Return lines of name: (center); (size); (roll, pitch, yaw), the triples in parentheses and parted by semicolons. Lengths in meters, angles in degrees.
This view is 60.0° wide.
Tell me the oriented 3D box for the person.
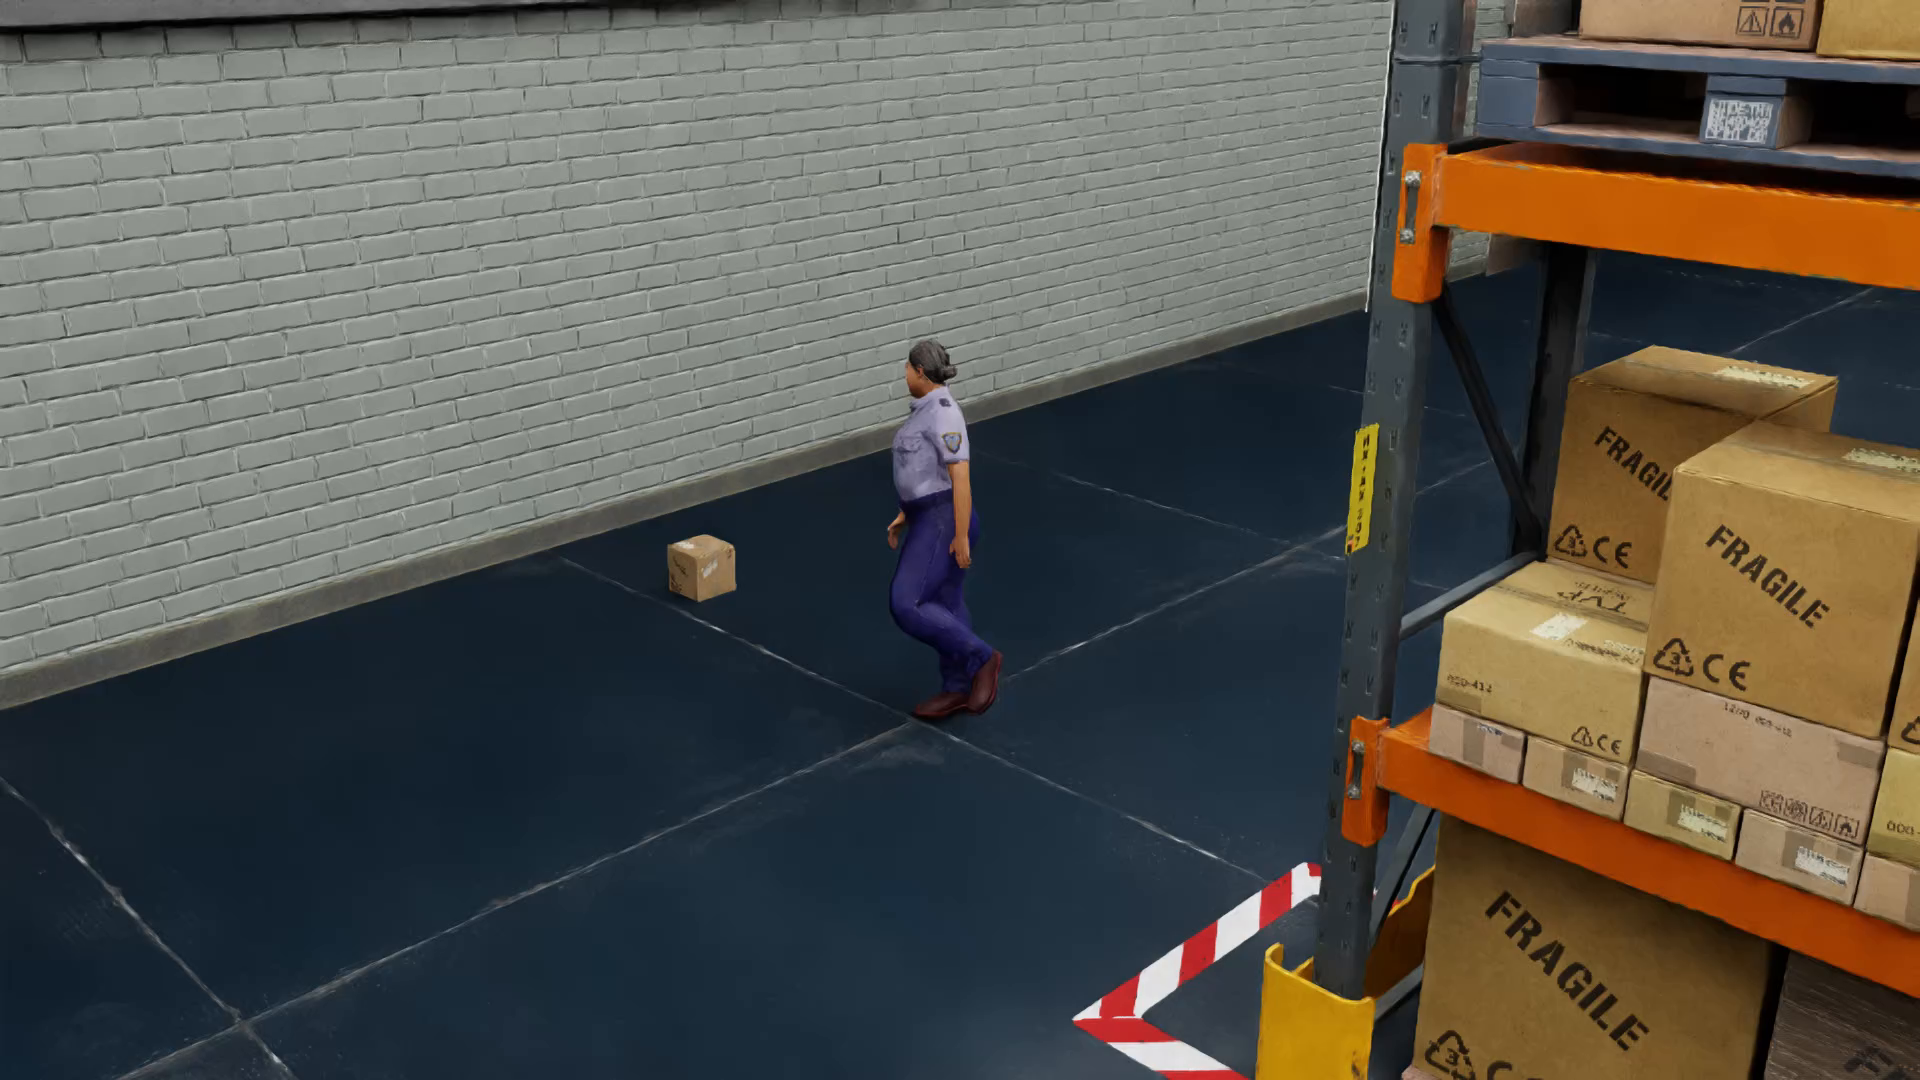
person: (-0.097, -0.028, 7.197); (0.490, 1.595, 0.698); (-4, 21, -11)
